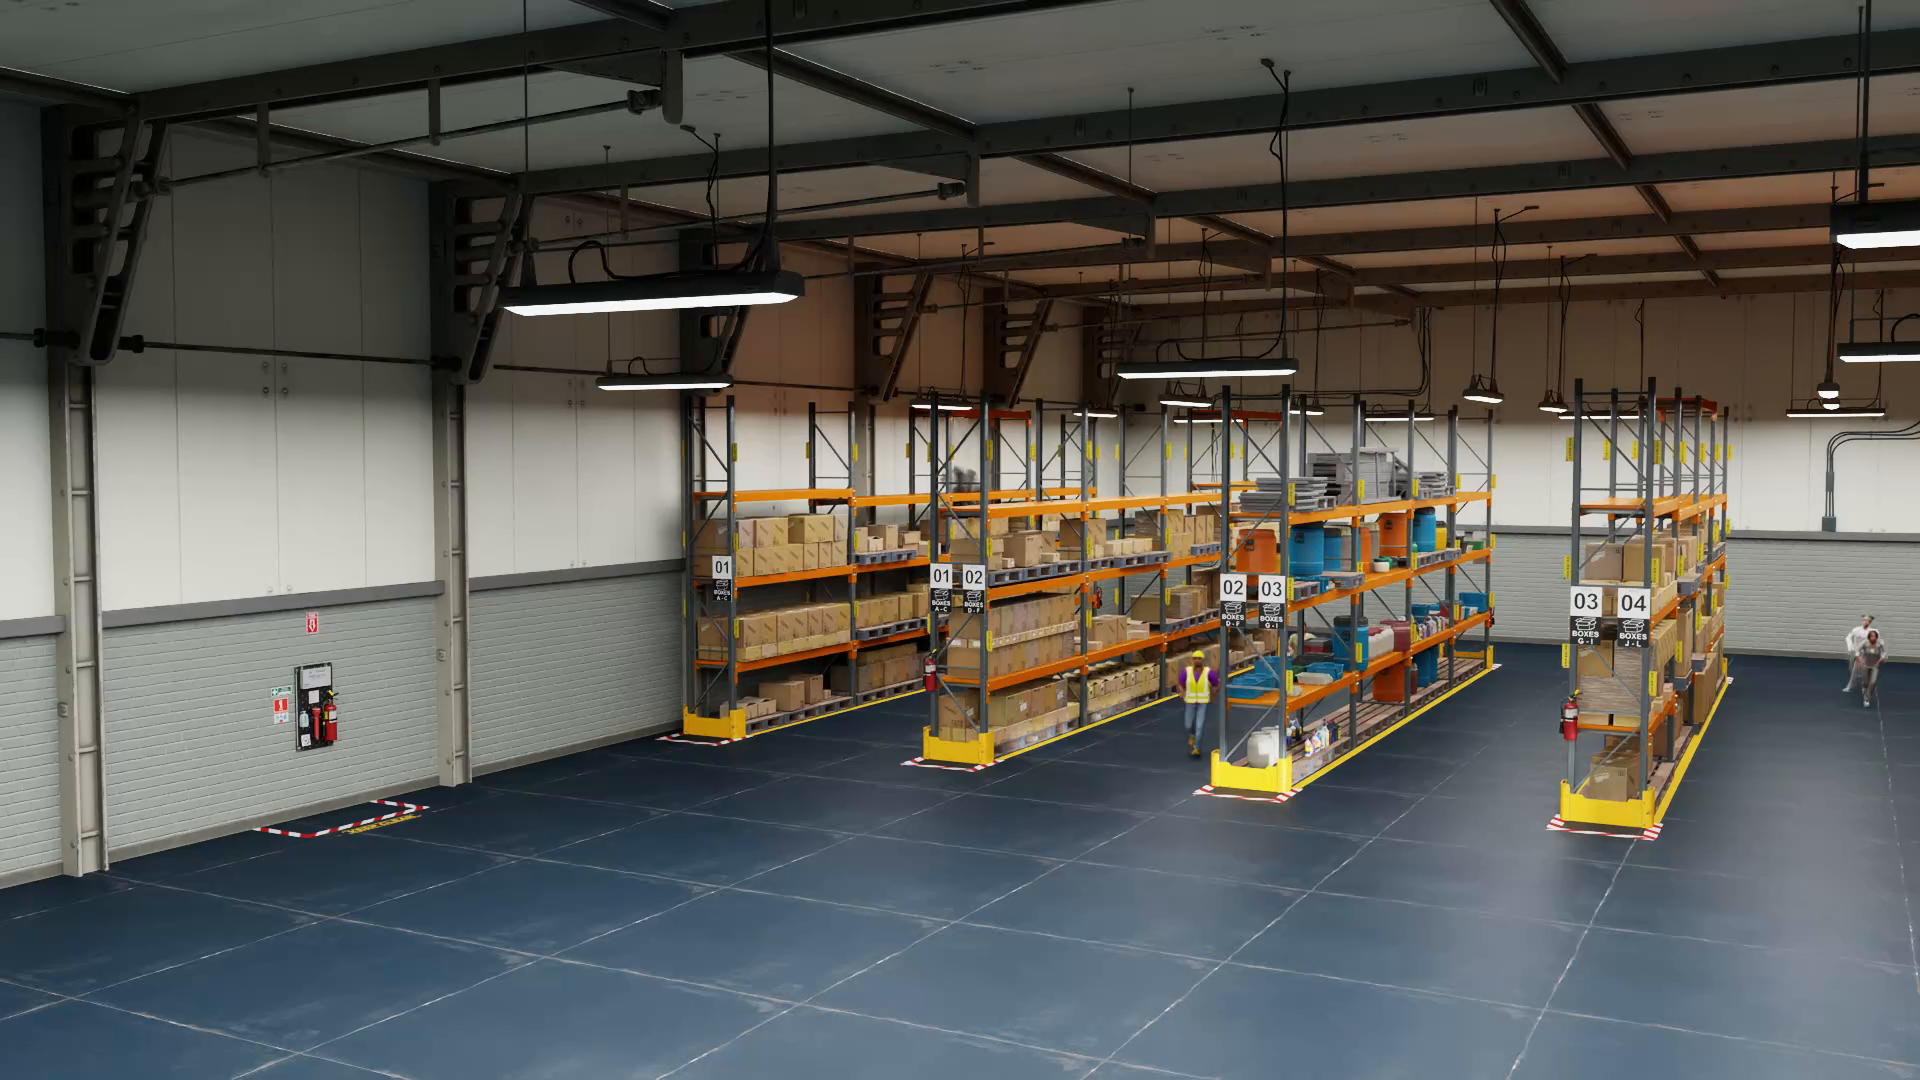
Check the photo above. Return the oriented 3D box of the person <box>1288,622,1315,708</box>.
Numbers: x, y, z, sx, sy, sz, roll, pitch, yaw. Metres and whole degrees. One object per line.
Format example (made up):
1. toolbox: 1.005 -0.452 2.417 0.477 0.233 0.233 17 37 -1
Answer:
1. person: 6.755 2.451 32.863 0.587 1.745 0.728 2 3 29

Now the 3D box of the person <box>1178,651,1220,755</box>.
1. person: 3.947 2.687 27.579 0.695 1.720 0.596 1 3 15

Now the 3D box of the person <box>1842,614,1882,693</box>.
1. person: 18.823 2.355 34.676 0.787 1.640 0.674 -3 4 -44

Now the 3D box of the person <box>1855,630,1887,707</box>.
1. person: 17.967 2.534 32.878 0.498 1.537 0.728 1 3 17
